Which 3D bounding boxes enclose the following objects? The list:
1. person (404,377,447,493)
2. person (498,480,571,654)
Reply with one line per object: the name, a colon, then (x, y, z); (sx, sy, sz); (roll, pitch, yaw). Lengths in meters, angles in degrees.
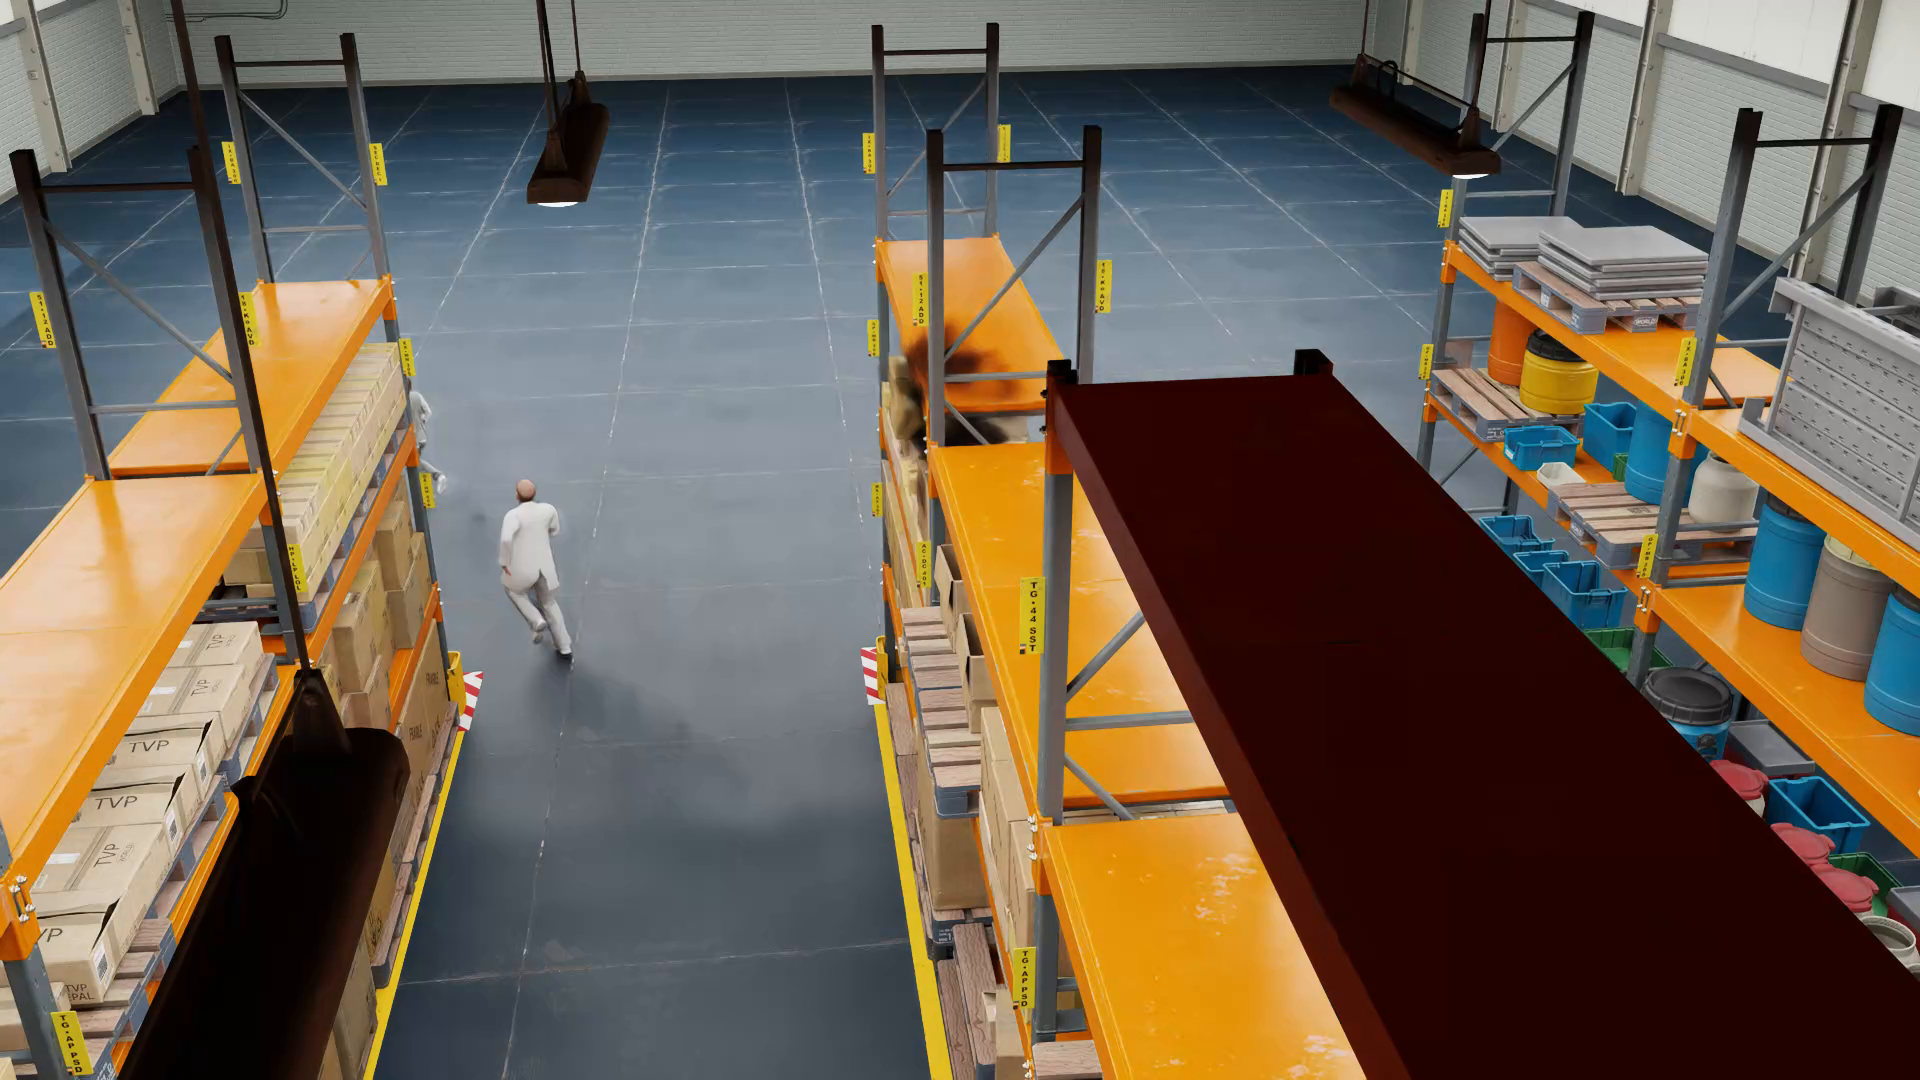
person: (-6.281, -1.139, 19.112); (0.588, 1.573, 0.533); (17, 31, 32)
person: (-4.123, 0.248, 15.950); (0.732, 1.740, 0.857); (-20, 32, -36)
